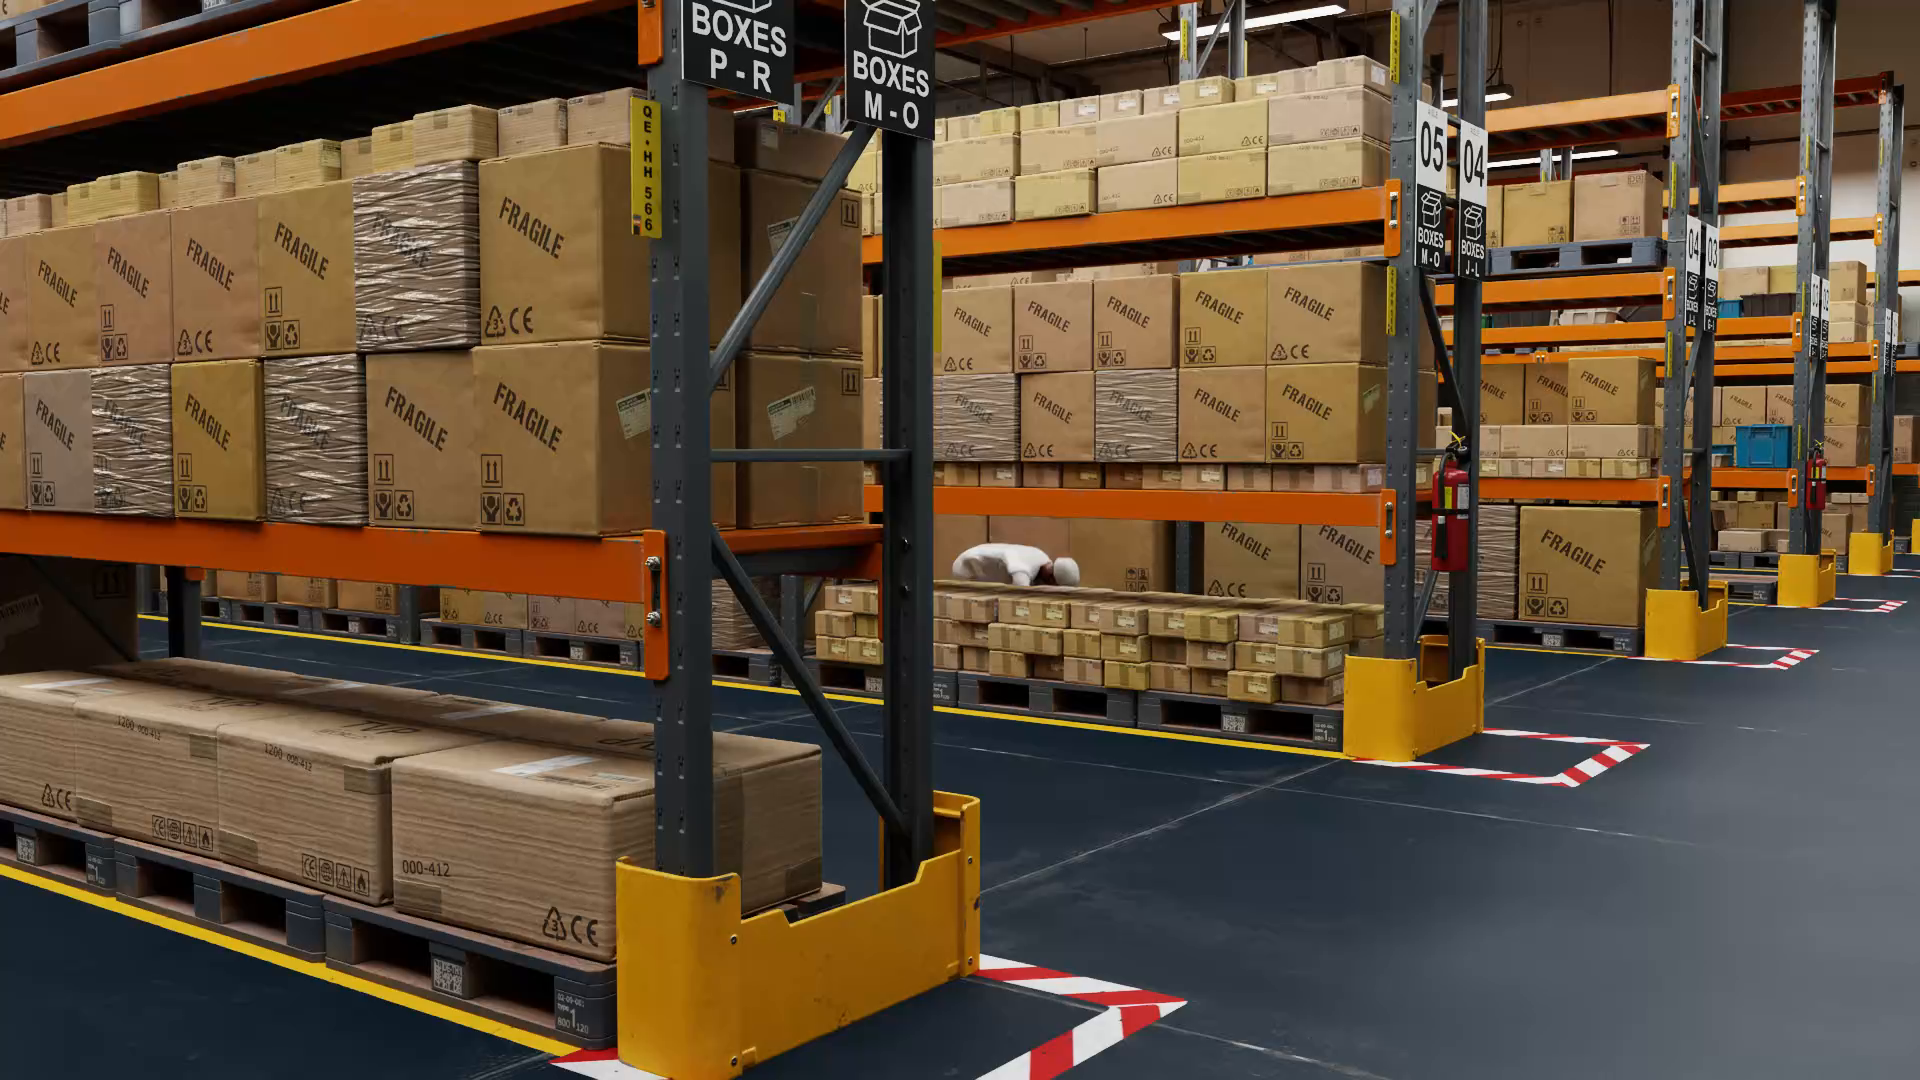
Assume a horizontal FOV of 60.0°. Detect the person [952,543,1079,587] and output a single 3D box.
[{"bbox_3d":[0.421,0.457,11.951,0.980,0.862,0.517,2,4,34],"label":"person"}]
